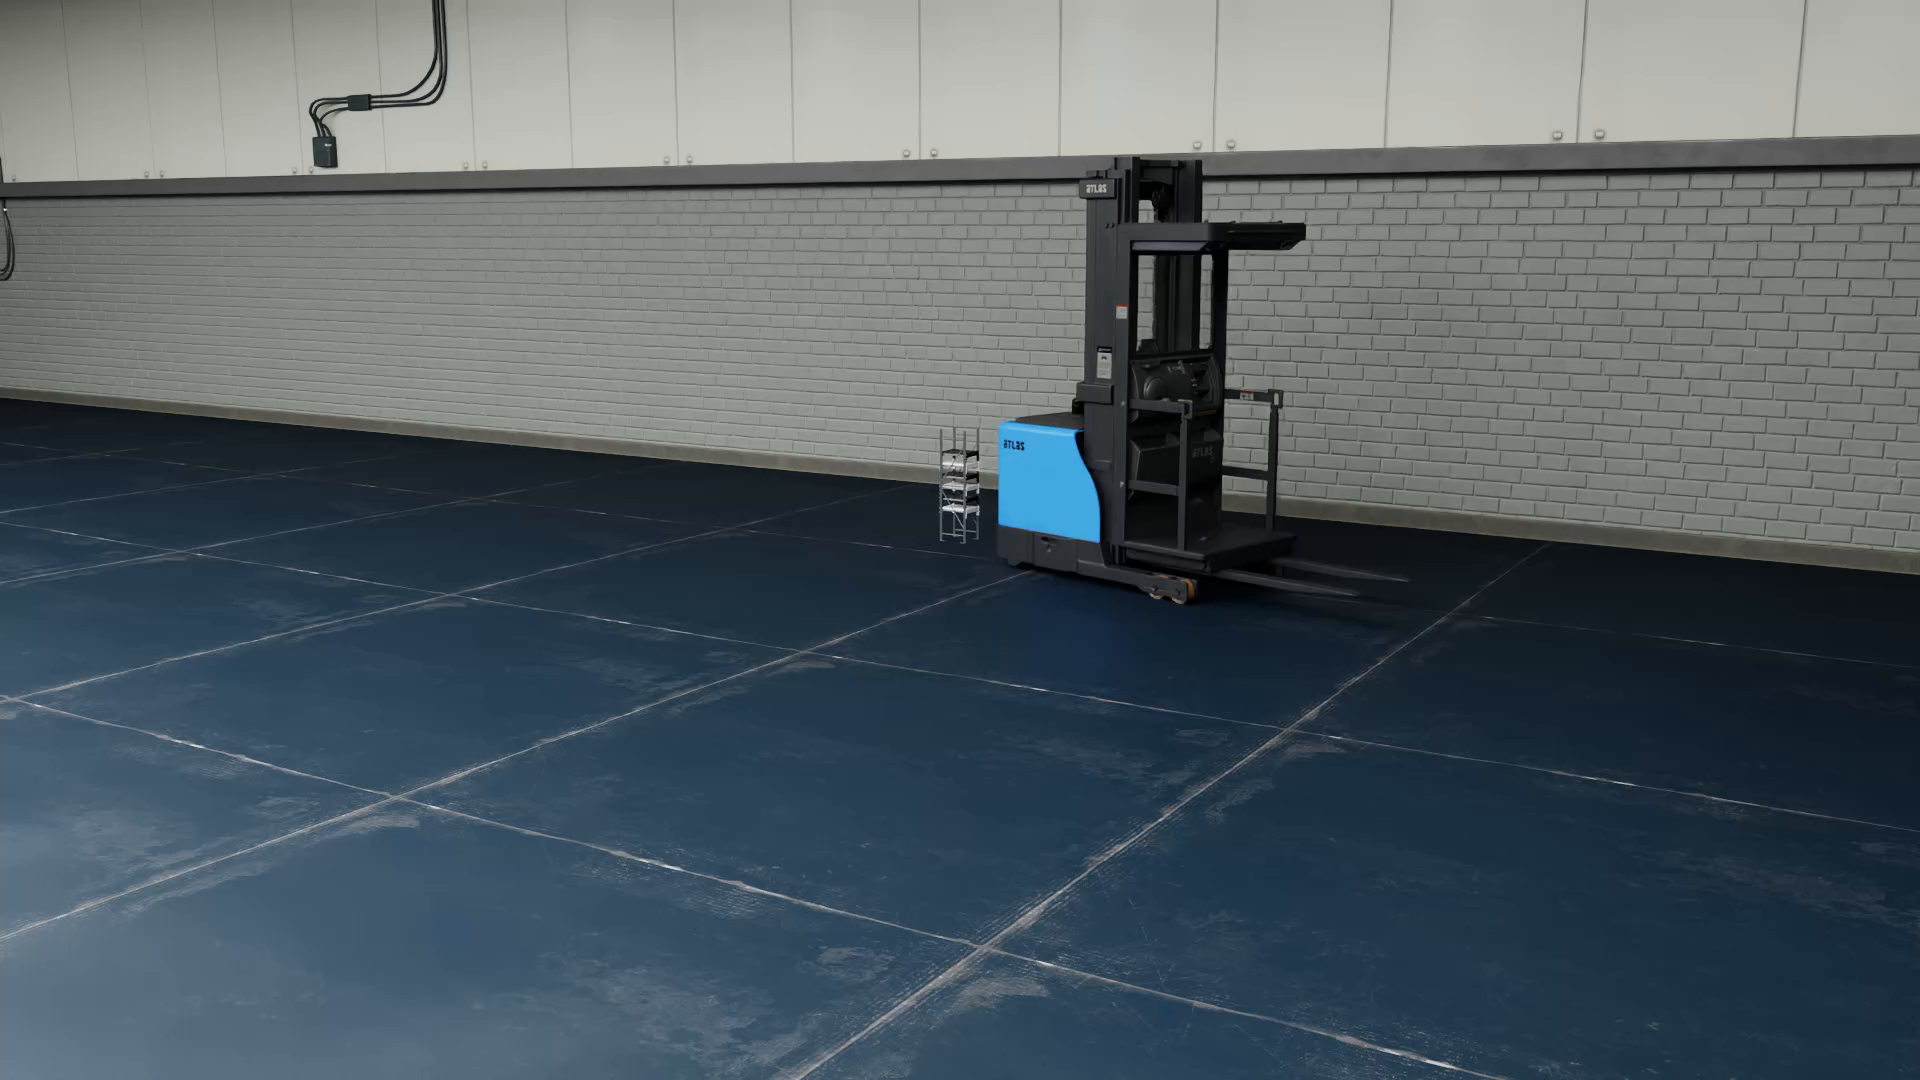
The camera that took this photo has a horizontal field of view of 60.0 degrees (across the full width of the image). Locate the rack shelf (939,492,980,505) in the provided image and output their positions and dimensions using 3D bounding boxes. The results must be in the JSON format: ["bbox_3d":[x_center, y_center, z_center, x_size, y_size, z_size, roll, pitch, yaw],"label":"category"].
[{"bbox_3d":[-0.004,-0.320,13.302,0.258,0.077,0.200,6,12,31],"label":"rack shelf"}]

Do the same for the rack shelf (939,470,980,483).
[{"bbox_3d":[-0.004,-0.497,13.269,0.258,0.077,0.200,6,12,31],"label":"rack shelf"}]

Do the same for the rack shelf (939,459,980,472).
[{"bbox_3d":[-0.004,-0.585,13.252,0.258,0.077,0.200,6,12,31],"label":"rack shelf"}]

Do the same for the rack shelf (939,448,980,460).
[{"bbox_3d":[-0.004,-0.674,13.236,0.258,0.077,0.200,6,12,31],"label":"rack shelf"}]

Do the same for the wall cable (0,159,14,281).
[{"bbox_3d":[-14.930,-5.082,24.497,3.097,2.526,0.112,6,12,31],"label":"wall cable"}]

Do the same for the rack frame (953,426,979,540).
[{"bbox_3d":[0.049,-0.457,13.364,0.240,0.900,0.006,6,12,31],"label":"rack frame"}]

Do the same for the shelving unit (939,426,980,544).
[{"bbox_3d":[-0.004,-0.441,13.279,0.258,0.900,0.210,6,12,31],"label":"shelving unit"}]

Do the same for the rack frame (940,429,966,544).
[{"bbox_3d":[-0.057,-0.425,13.194,0.240,0.900,0.006,6,12,31],"label":"rack frame"}]

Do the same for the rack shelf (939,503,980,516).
[{"bbox_3d":[-0.004,-0.231,13.318,0.258,0.077,0.200,6,12,31],"label":"rack shelf"}]

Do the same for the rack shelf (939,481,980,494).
[{"bbox_3d":[-0.004,-0.408,13.285,0.258,0.077,0.200,6,12,31],"label":"rack shelf"}]

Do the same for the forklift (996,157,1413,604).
[{"bbox_3d":[1.651,-1.121,11.391,1.130,2.935,3.031,-10,15,-43],"label":"forklift"}]
